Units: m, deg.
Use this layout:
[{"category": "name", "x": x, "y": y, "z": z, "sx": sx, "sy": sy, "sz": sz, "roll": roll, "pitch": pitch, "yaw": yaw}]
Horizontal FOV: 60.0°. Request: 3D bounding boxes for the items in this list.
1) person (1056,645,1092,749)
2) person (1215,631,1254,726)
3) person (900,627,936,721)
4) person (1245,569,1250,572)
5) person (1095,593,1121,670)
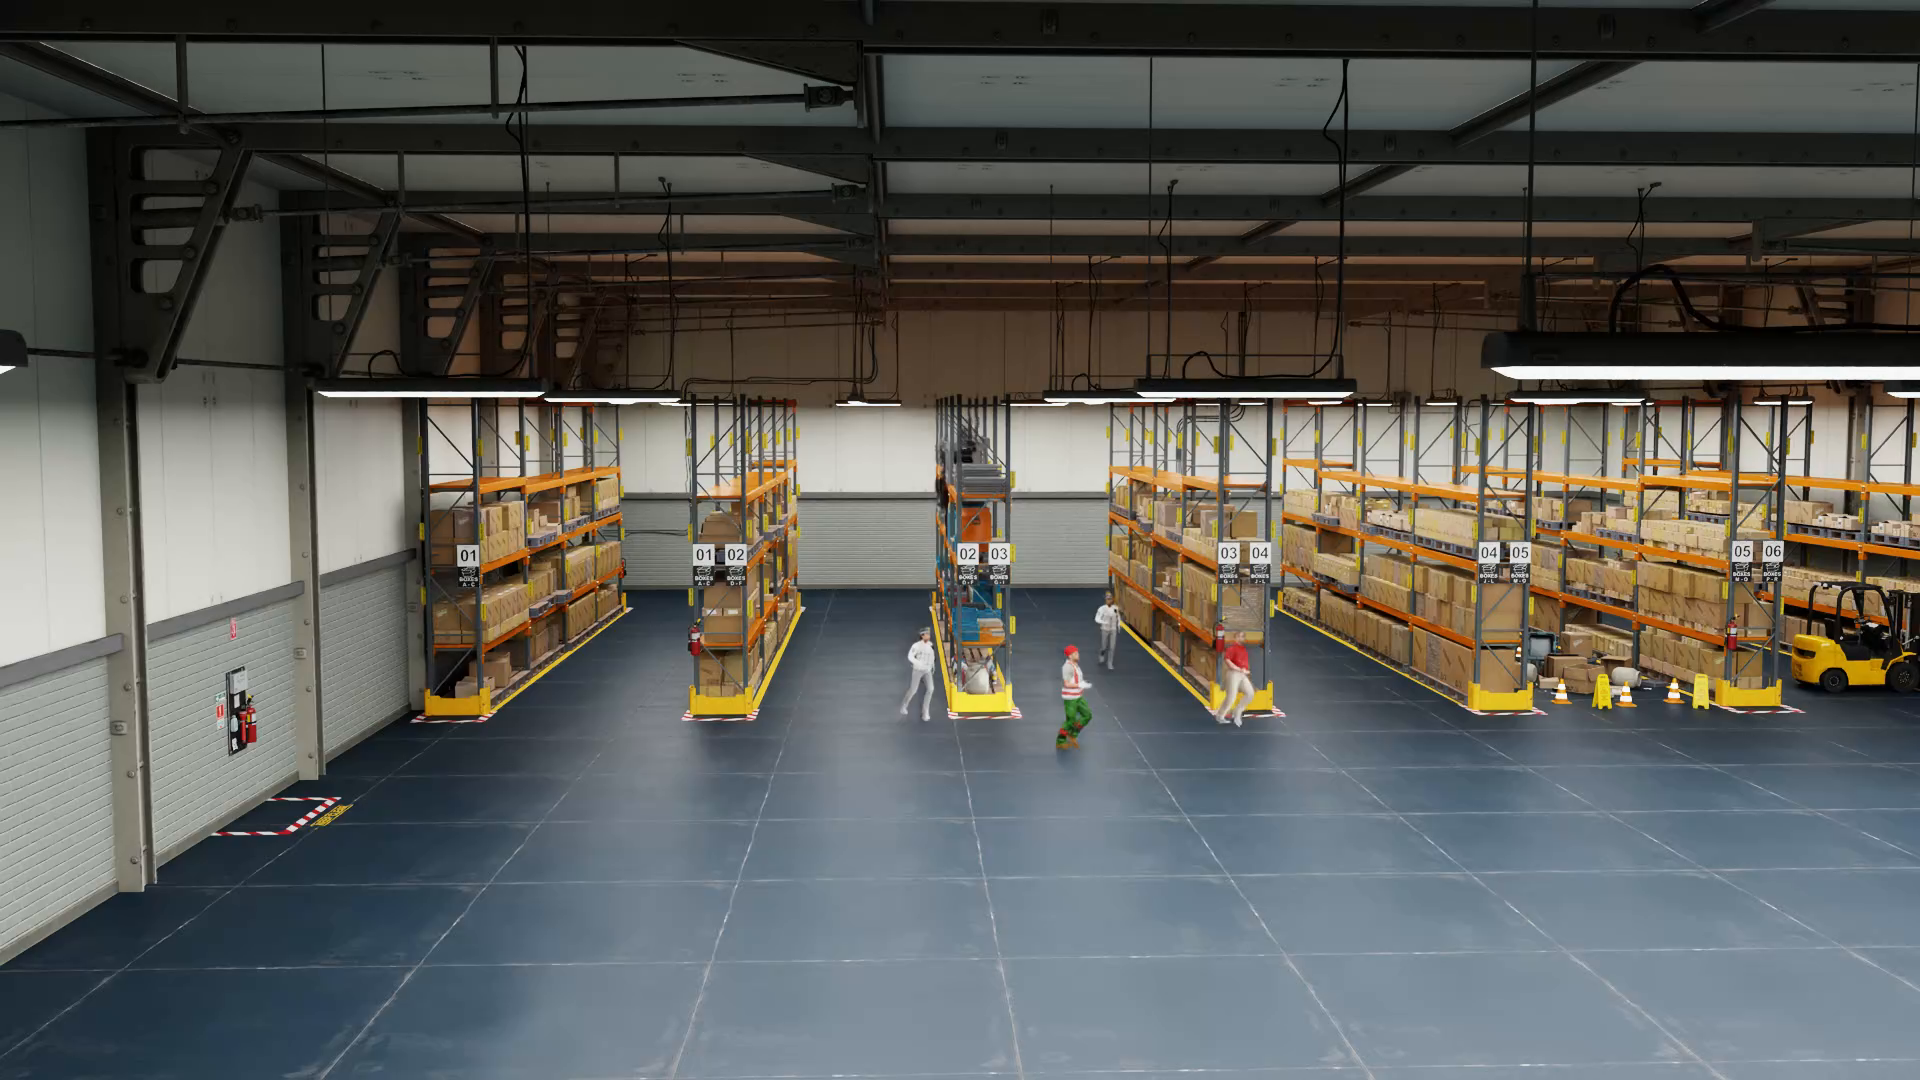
[{"category": "person", "x": 1.940, "y": 2.643, "z": 27.865, "sx": 0.677, "sy": 1.770, "sz": 0.620, "roll": 2, "pitch": 5, "yaw": 24}, {"category": "person", "x": 5.035, "y": 2.511, "z": 30.192, "sx": 0.658, "sy": 1.724, "sz": 0.708, "roll": 4, "pitch": 6, "yaw": 45}, {"category": "person", "x": -0.708, "y": 2.465, "z": 30.910, "sx": 0.645, "sy": 1.712, "sz": 0.759, "roll": -3, "pitch": 5, "yaw": -33}, {"category": "person", "x": 7.978, "y": 1.137, "z": 47.094, "sx": 0.656, "sy": 1.849, "sz": 0.713, "roll": 1, "pitch": 5, "yaw": 13}, {"category": "person", "x": 3.279, "y": 1.993, "z": 36.755, "sx": 0.620, "sy": 1.669, "sz": 0.738, "roll": -1, "pitch": 5, "yaw": -10}]
